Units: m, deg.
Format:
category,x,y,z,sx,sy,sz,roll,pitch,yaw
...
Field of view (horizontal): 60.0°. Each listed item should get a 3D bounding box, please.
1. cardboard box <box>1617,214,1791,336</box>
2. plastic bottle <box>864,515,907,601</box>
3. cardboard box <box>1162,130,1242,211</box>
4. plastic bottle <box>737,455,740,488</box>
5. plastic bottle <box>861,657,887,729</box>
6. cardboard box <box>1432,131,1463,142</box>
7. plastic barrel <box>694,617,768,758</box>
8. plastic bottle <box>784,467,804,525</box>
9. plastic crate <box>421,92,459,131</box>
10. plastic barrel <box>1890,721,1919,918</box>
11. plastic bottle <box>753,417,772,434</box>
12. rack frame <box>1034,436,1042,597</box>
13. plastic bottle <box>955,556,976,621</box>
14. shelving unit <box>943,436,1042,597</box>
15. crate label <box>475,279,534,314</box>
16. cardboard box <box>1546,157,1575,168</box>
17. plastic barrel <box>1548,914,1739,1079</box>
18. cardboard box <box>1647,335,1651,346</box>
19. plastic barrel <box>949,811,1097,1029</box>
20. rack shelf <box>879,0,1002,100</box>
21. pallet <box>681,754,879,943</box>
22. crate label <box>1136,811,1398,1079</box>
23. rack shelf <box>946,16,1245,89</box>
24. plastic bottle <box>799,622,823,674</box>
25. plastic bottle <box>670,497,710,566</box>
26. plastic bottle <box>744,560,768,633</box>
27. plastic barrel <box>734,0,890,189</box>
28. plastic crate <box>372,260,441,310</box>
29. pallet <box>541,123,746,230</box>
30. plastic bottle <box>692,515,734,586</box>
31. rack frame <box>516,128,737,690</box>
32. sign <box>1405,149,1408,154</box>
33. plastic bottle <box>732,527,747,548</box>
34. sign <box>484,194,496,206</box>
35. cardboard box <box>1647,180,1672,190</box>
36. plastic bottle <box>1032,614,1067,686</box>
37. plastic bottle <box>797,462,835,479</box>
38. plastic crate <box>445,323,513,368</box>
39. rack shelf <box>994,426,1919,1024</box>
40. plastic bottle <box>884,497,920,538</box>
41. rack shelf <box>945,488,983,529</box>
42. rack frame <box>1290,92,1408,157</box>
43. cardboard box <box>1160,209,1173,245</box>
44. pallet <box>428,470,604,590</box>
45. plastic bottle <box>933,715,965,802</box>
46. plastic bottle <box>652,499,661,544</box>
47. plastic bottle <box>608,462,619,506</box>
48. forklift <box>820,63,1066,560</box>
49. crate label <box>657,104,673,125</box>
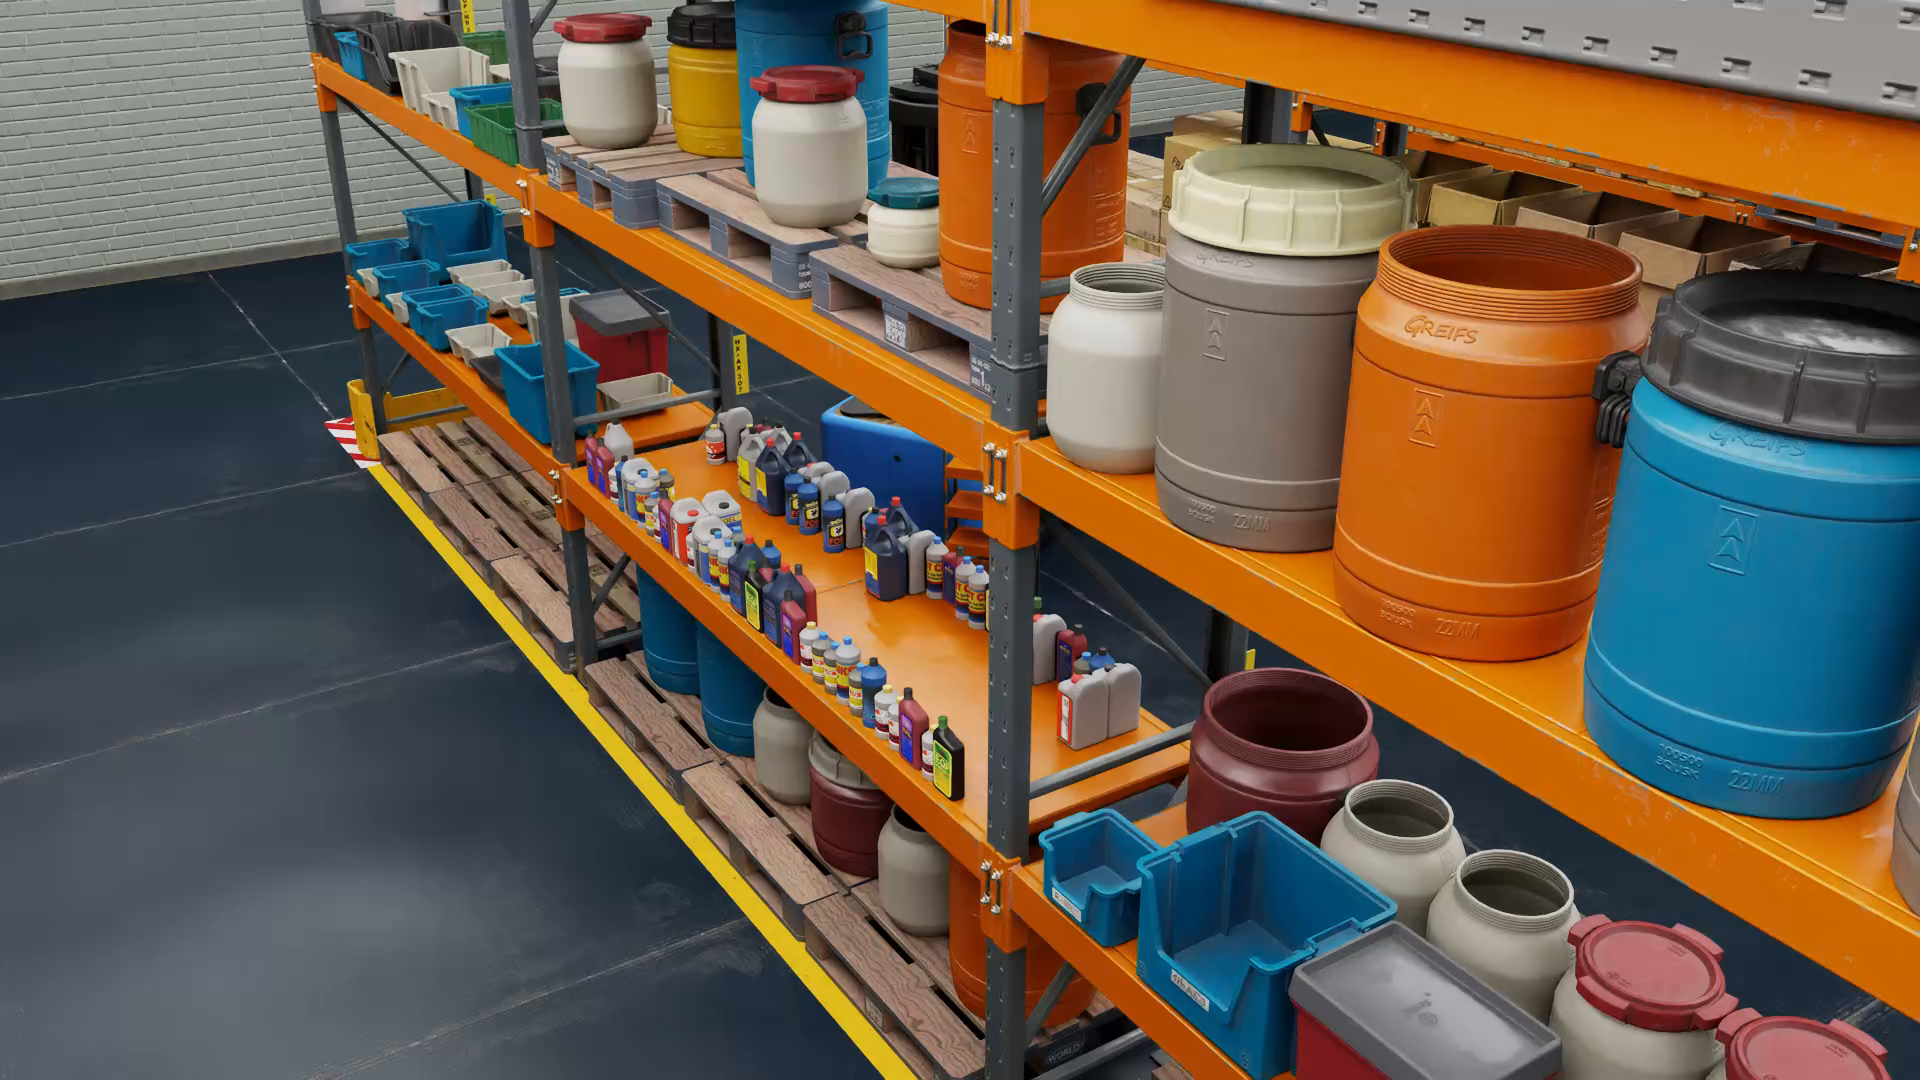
category,x,y,z,sx,sy,sz,roll,pitch,yaw
cardboard box,3.950,-1.405,8.920,0.797,0.503,0.637,-15,29,-28
plastic bottle,-0.321,0.069,7.148,0.144,0.351,0.185,-16,29,-30
cardboard box,1.760,-2.526,11.536,0.500,0.500,0.500,-15,29,-29
plastic bottle,-1.053,-0.362,8.235,0.097,0.201,0.097,0,25,0
plastic bottle,-0.319,0.562,6.196,0.097,0.271,0.097,0,25,0
cardboard box,4.710,-3.892,15.776,0.380,0.149,0.250,-16,30,-31
plastic barrel,-0.975,0.527,8.086,0.600,0.901,0.708,-16,29,-30
plastic bottle,-0.778,-0.213,7.838,0.097,0.271,0.097,0,25,0
plastic crate,-2.658,-2.287,8.876,0.293,0.136,0.466,-16,29,-30
plastic barrel,1.906,0.229,2.649,0.600,0.901,0.600,0,25,0
plastic bottle,-0.994,-0.493,8.418,0.061,0.283,0.133,-16,29,-30
rack frame,0.415,0.017,9.308,0.015,1.200,0.240,7,26,14
plastic bottle,0.029,0.197,6.970,0.097,0.271,0.097,0,25,0
shelving unit,0.180,-0.011,9.368,0.503,1.200,0.258,7,26,14
crate label,-2.913,-1.572,10.804,0.396,0.136,0.243,-16,29,-30
cardboard box,5.450,-3.434,14.805,0.380,0.149,0.250,-15,29,-29
plastic barrel,1.747,1.306,4.311,0.433,0.535,0.433,0,25,0
cardboard box,3.658,-0.936,9.102,0.500,0.500,0.500,-17,30,-31
plastic barrel,0.258,1.368,6.390,0.600,0.830,0.708,-16,29,-30
rack shelf,-0.553,-2.175,6.127,1.077,0.370,4.000,-16,29,-30
pallet,-0.588,1.300,7.749,1.003,0.211,1.213,-16,29,-30
crate label,0.855,1.149,4.760,0.502,0.435,0.616,-16,29,-30
rack shelf,1.413,-3.584,12.158,1.077,0.370,4.000,-16,29,-30
plastic bottle,-0.585,0.420,6.580,0.097,0.201,0.097,0,25,0
plastic bottle,-1.206,-0.042,7.471,0.152,0.276,0.135,-16,29,-30
plastic bottle,-0.837,0.232,6.882,0.061,0.283,0.133,-16,29,-30
plastic barrel,-0.585,-1.882,6.630,0.600,0.901,0.708,-16,29,-30
plastic crate,-3.610,-1.665,10.890,0.416,0.233,0.300,-16,29,-30
pallet,-1.135,-1.697,7.539,1.213,0.211,1.003,-16,29,-30
plastic bottle,-1.079,0.041,7.295,0.152,0.276,0.135,-16,29,-30
rack frame,-1.645,-0.684,8.684,1.000,3.000,0.127,-16,29,-30
sign,2.955,-2.456,11.174,0.100,0.325,0.005,-16,29,-30
plastic bottle,-0.985,0.039,7.386,0.097,0.201,0.097,0,25,0
sign,-3.376,-2.322,11.964,0.100,0.325,0.005,-16,29,-30
cardboard box,6.036,-3.068,14.029,0.380,0.149,0.250,-14,29,-28
plastic bottle,0.321,0.408,6.518,0.152,0.276,0.135,-16,29,-30
plastic bottle,-0.684,-0.251,7.913,0.152,0.276,0.135,-16,29,-30
plastic crate,-2.847,-1.144,9.899,0.293,0.136,0.466,-16,29,-30
rack shelf,1.631,0.431,3.652,1.077,0.370,4.000,-16,29,-30
plastic bottle,-0.267,-0.015,7.325,0.144,0.351,0.185,-16,29,-30
rack shelf,0.180,-0.153,9.301,0.480,0.148,0.258,7,26,14
rack frame,2.505,-1.838,11.129,1.000,3.000,0.127,-16,29,-30
cardboard box,1.760,-2.186,11.694,0.500,0.250,0.500,-15,29,-28
pallet,-2.749,-0.113,10.743,1.003,0.211,1.213,-16,29,-30
plastic bottle,-0.039,0.755,5.775,0.061,0.283,0.133,-16,29,-30
plastic bottle,-1.365,-0.091,7.662,0.097,0.201,0.097,0,25,0
plastic bottle,-1.651,-0.278,8.059,0.097,0.201,0.097,0,25,0
forklift,0.293,-1.561,10.622,1.130,2.935,3.031,13,28,25
crate label,-1.670,-2.163,8.614,0.293,0.136,0.466,-16,29,-30
